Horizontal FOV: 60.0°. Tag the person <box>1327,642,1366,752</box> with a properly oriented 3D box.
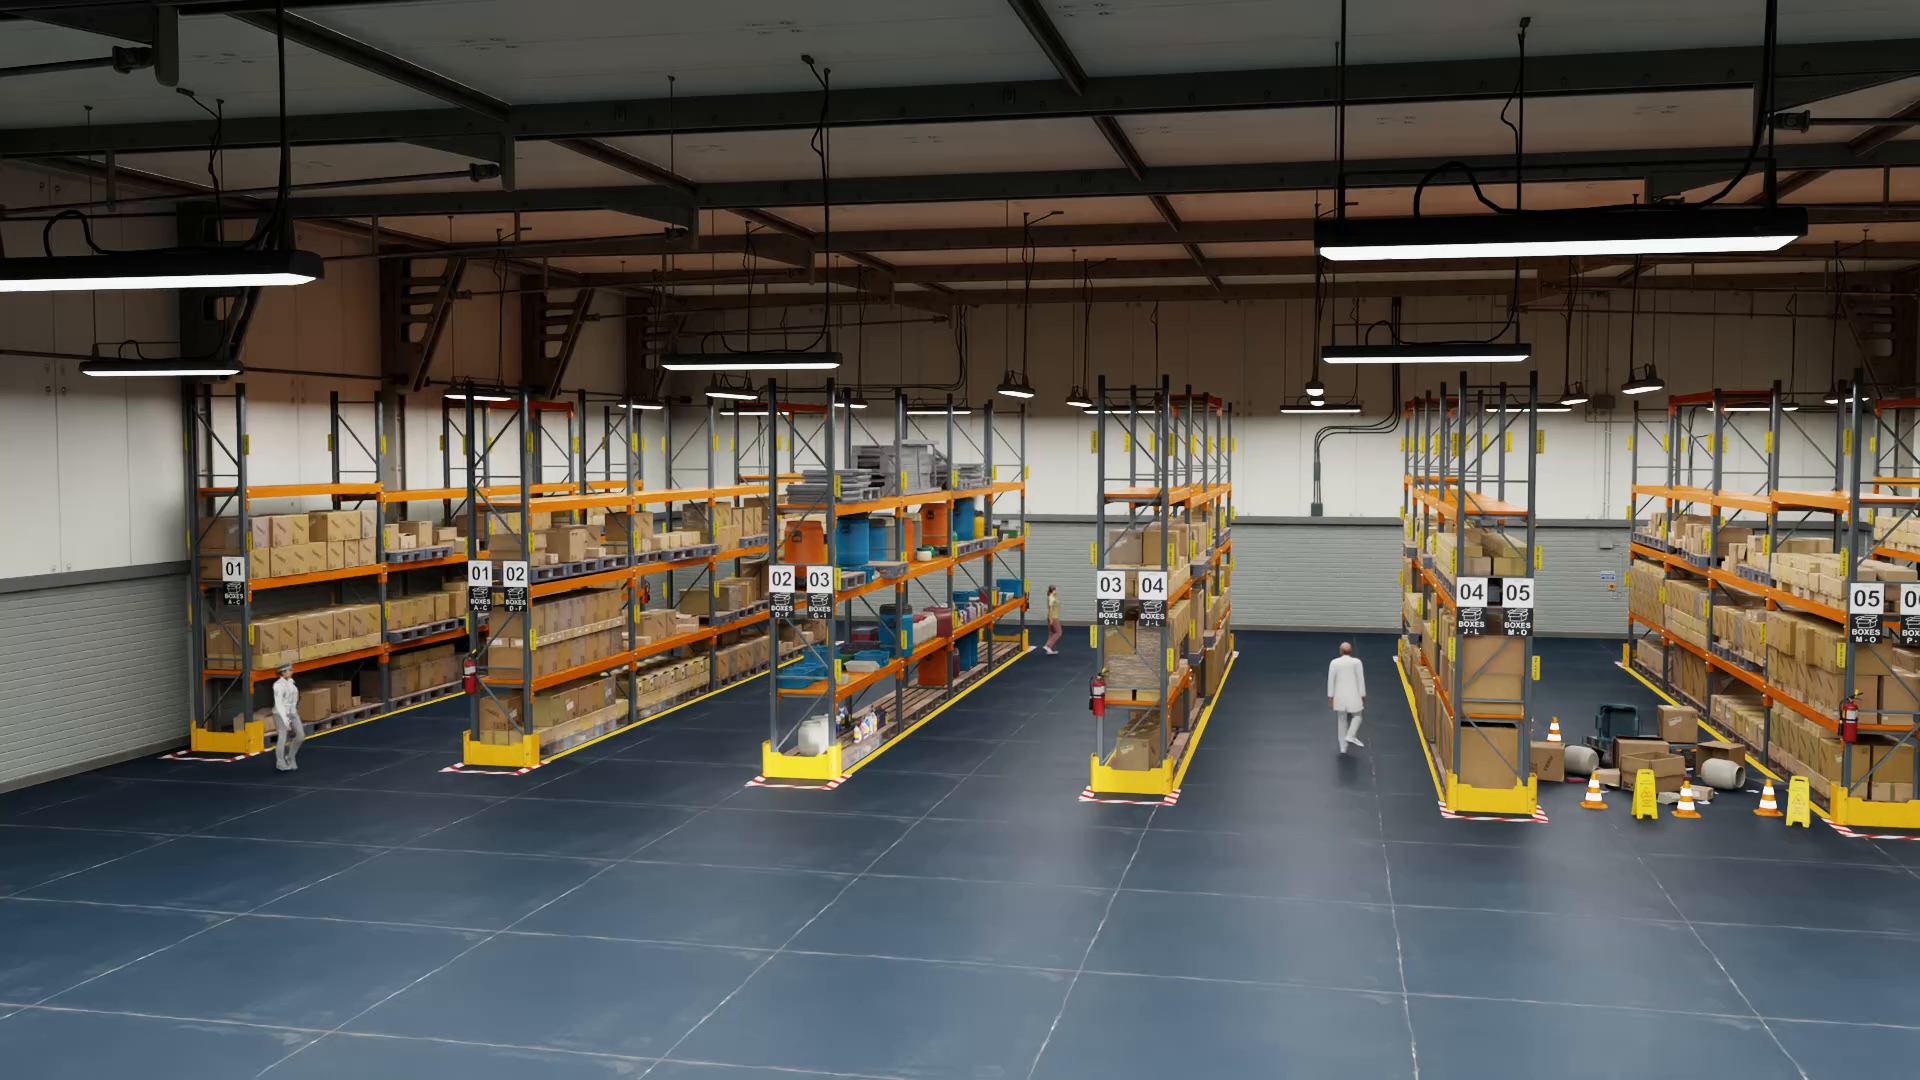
[{"bbox_3d":[6.300,2.611,27.102,0.617,1.671,0.572,1,4,23],"label":"person"}]

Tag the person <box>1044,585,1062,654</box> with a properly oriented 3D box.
[{"bbox_3d":[2.204,1.904,39.687,0.452,1.669,0.579,0,3,-4],"label":"person"}]

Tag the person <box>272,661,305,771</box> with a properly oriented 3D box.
[{"bbox_3d":[-10.321,2.706,25.476,0.421,1.720,0.449,2,4,30],"label":"person"}]
